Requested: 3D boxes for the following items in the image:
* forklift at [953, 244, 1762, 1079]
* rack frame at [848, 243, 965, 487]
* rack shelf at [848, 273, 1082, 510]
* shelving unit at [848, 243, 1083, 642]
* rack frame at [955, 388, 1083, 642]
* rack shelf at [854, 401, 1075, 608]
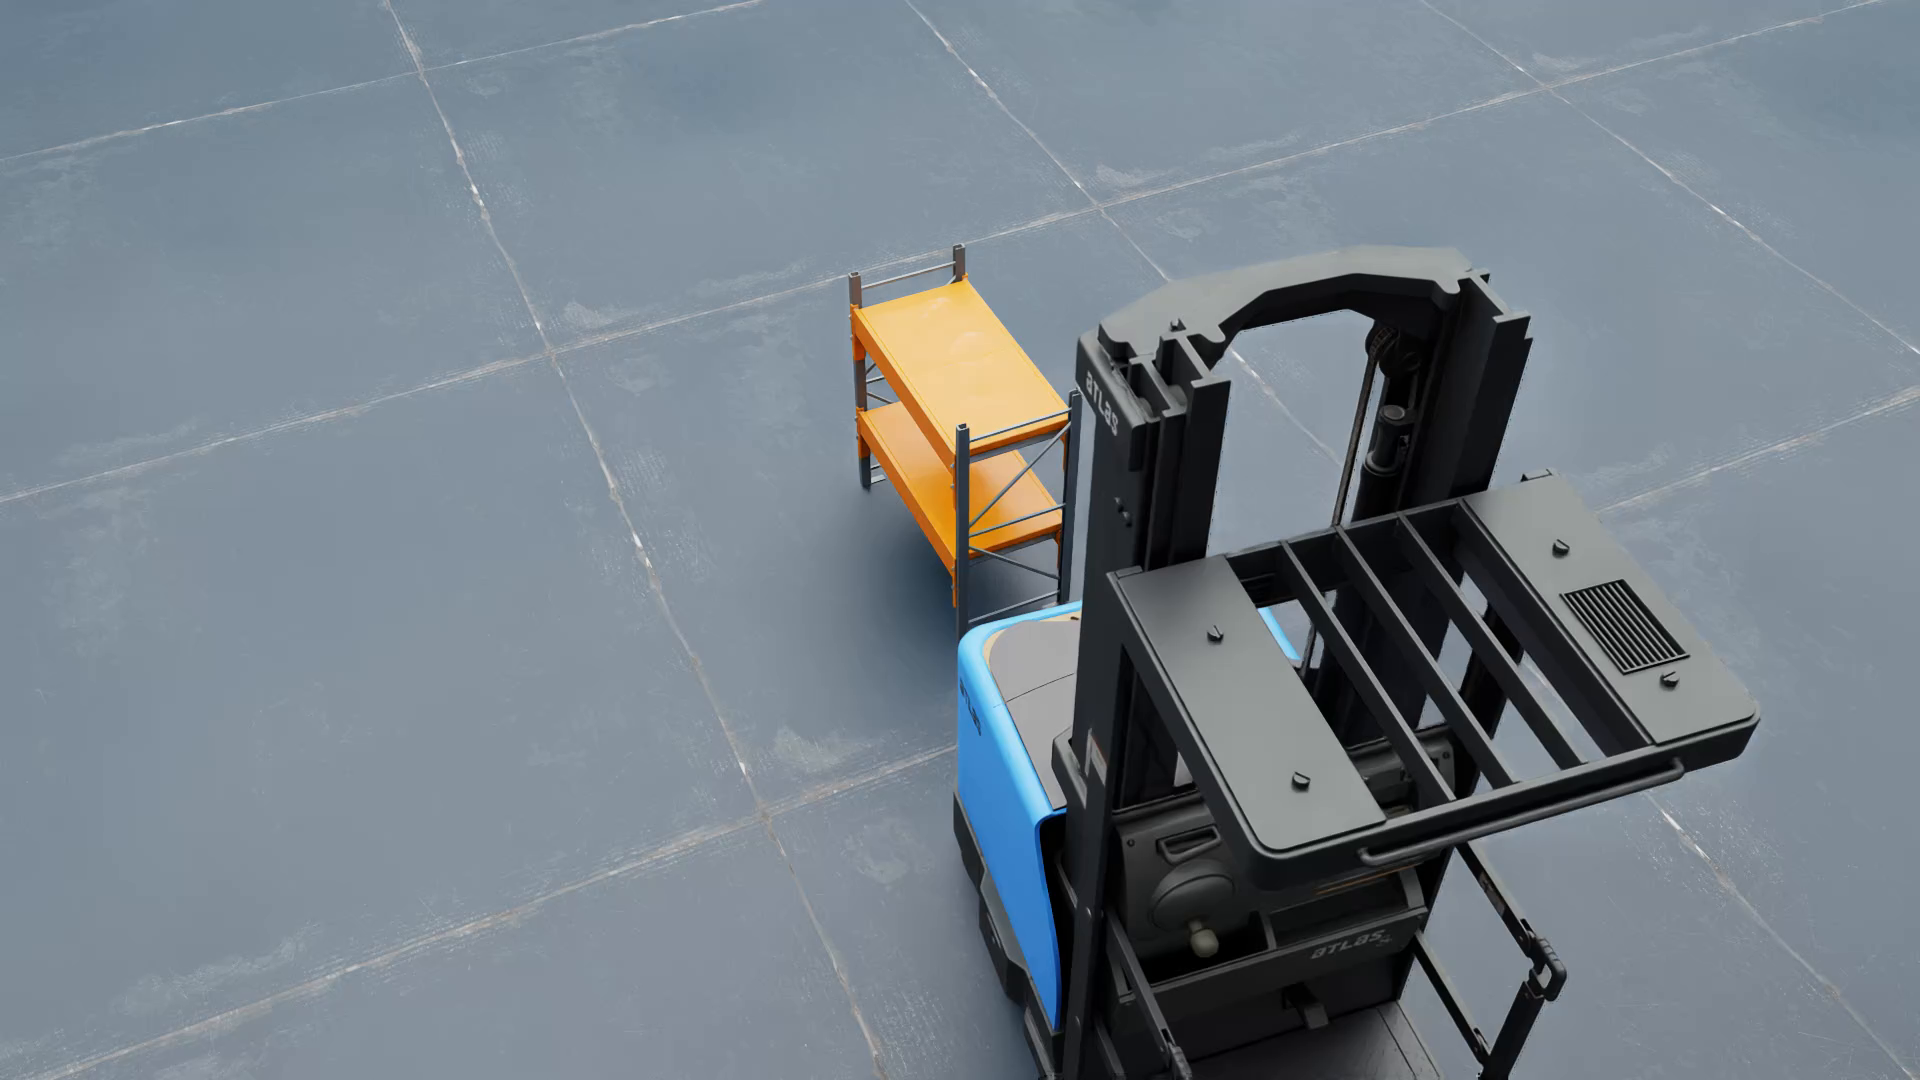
[{"bbox_3d":[0.917,0.887,4.133,1.130,2.935,3.031,-13,46,-13],"label":"forklift"},{"bbox_3d":[-0.211,-0.720,7.048,0.500,1.125,0.032,-18,47,-17],"label":"rack frame"},{"bbox_3d":[0.003,-0.604,6.514,0.538,0.278,1.000,-18,47,-17],"label":"rack shelf"},{"bbox_3d":[0.003,-0.396,6.719,0.538,1.125,1.048,-18,47,-17],"label":"shelving unit"},{"bbox_3d":[0.217,-0.072,6.391,0.500,1.125,0.032,-18,47,-17],"label":"rack frame"},{"bbox_3d":[0.003,-0.222,6.891,0.538,0.278,1.000,-18,47,-17],"label":"rack shelf"}]
